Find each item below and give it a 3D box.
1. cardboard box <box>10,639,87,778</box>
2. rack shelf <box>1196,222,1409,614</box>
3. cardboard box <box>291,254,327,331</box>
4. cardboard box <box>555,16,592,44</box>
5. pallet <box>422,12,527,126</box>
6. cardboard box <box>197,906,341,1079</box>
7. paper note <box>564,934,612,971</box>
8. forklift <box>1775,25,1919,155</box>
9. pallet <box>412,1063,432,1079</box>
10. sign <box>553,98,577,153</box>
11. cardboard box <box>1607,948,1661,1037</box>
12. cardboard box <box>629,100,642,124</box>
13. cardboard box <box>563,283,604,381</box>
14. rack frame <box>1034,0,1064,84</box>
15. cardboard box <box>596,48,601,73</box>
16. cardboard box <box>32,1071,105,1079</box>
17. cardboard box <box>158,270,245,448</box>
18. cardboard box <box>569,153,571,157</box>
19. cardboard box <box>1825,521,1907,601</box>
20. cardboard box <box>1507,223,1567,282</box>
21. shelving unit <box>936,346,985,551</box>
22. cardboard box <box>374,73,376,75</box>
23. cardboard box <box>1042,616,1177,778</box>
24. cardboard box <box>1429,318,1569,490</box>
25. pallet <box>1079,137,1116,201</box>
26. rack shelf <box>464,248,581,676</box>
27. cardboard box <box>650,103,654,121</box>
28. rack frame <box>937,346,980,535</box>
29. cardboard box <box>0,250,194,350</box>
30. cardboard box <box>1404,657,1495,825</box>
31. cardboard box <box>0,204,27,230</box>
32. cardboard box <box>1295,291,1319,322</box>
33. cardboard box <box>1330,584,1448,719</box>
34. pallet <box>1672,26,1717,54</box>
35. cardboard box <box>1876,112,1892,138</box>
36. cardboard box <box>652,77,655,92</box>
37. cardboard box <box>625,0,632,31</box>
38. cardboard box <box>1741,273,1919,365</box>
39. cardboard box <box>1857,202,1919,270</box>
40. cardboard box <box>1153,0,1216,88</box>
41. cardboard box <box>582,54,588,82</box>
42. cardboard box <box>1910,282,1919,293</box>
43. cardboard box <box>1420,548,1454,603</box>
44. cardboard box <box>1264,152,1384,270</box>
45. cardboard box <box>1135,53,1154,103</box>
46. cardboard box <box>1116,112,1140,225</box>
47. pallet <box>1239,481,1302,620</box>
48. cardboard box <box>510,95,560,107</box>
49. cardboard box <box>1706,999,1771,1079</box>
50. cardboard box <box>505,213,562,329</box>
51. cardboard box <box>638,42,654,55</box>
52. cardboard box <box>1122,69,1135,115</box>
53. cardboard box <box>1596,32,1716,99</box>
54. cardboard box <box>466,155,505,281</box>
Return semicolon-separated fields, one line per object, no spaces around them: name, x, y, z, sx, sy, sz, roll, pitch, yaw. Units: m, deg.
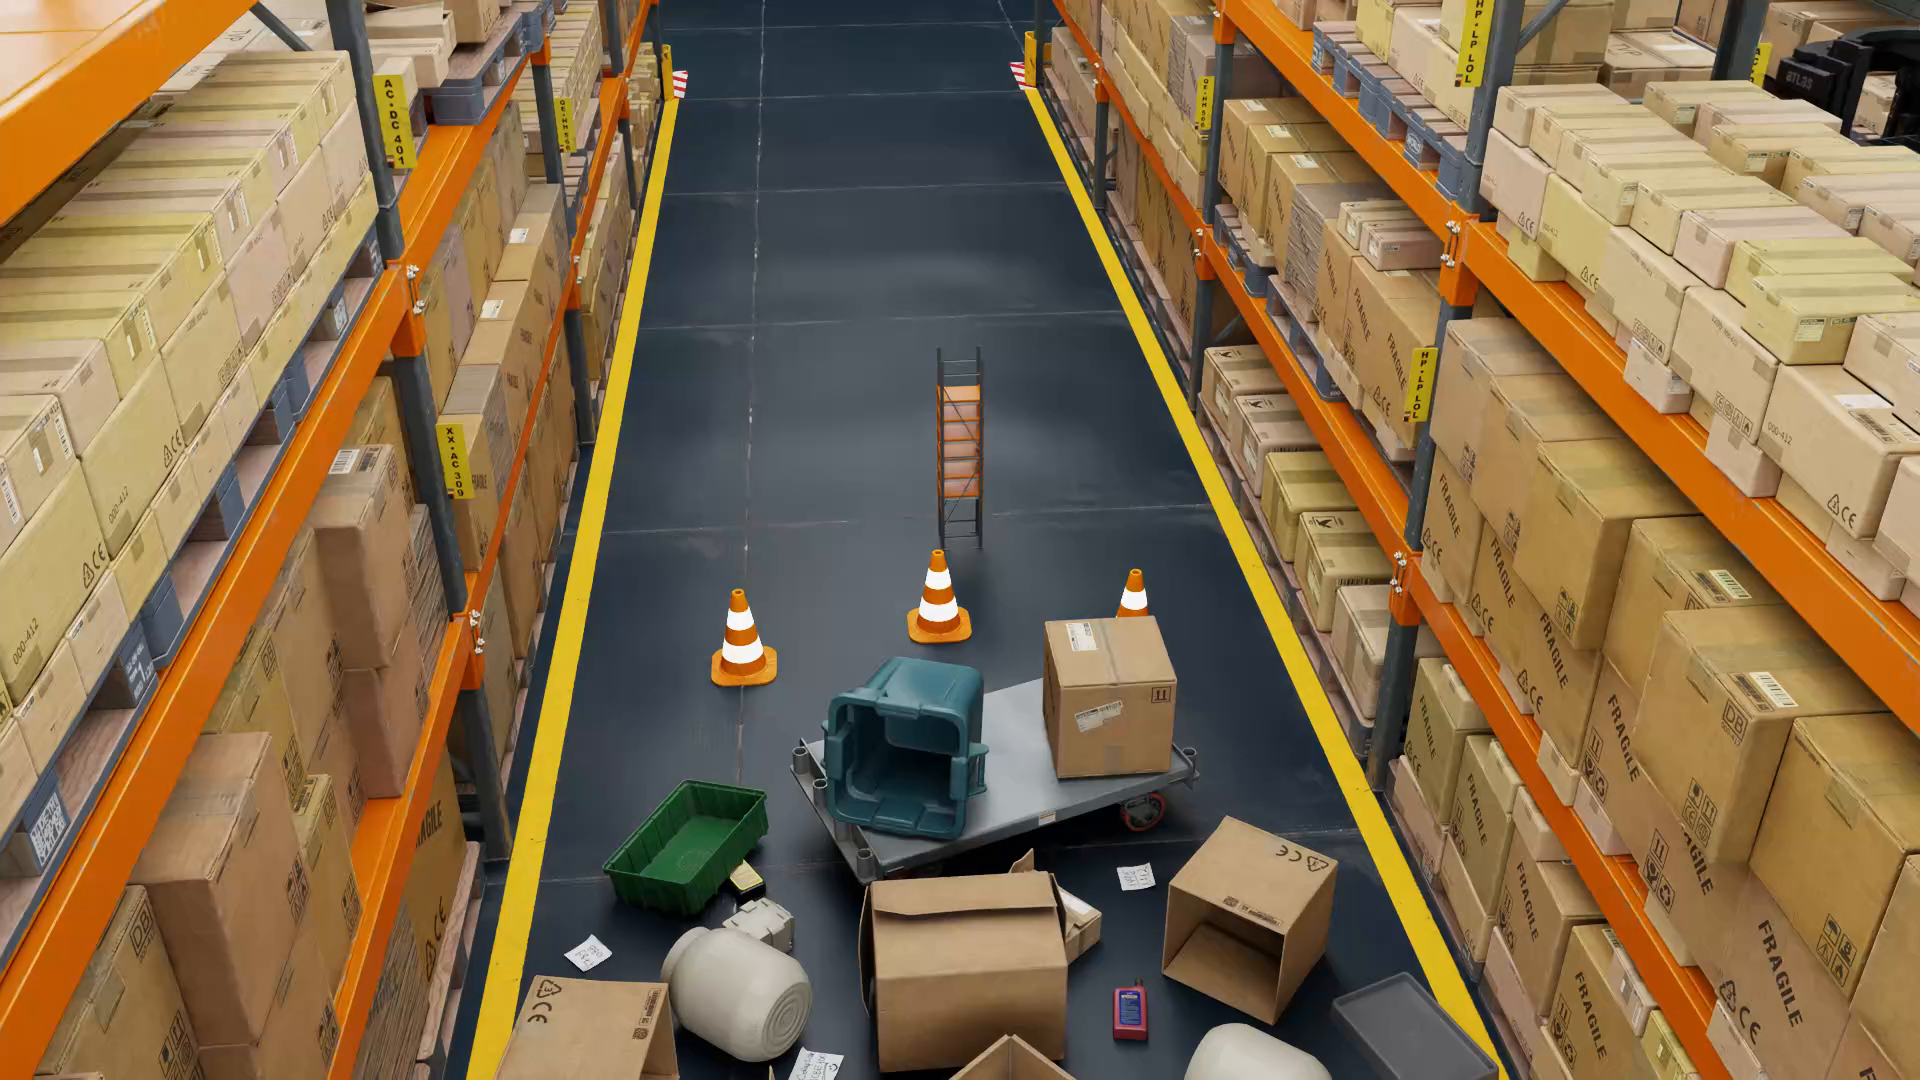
cardboard box;-1.885;0.321;3.101;0.380;0.149;0.250;-3;31;-4
rack shelf;2.233;-0.871;8.985;1.077;0.370;4.000;-3;31;-5
cardboard box;-2.073;-0.711;4.829;0.380;0.149;0.250;-3;31;-4
cardboard box;-2.966;-3.817;12.471;0.380;0.149;0.250;-4;31;-6
pallet;-2.652;-2.222;7.804;1.003;0.211;1.213;-1;31;-2
cardboard box;-2.205;1.349;4.420;0.875;0.550;0.550;-3;31;-5
paper note;-1.534;1.705;6.866;0.142;0.020;0.147;27;40;37
forklift;4.775;-0.991;8.551;1.130;2.935;3.031;-9;32;-14
pallet;-2.389;2.344;5.621;1.003;0.211;1.213;-3;31;-5
sign;-2.320;-2.437;9.777;0.100;0.325;0.005;-3;31;-5
cardboard box;2.315;1.440;5.323;0.380;0.149;0.250;-1;31;-2
cardboard box;-3.101;-3.888;15.125;0.380;0.149;0.250;-2;31;-4
cardboard box;-2.685;-1.392;11.185;0.500;0.500;0.500;-4;31;-7
rack frame;1.299;-6.285;17.348;1.000;3.000;0.127;-3;31;-5
cardboard box;-2.987;-3.701;12.856;0.380;0.149;0.250;-3;31;-4
cardboard box;-2.121;1.453;3.193;0.875;0.550;0.550;-3;31;-5
cardboard box;-2.057;-0.433;3.975;0.500;0.250;0.500;-3;31;-5
cardboard box;-2.791;-2.635;11.072;0.380;0.149;0.250;-1;31;-2
cardboard box;2.407;0.015;4.120;0.380;0.149;0.250;-3;31;-5
cardboard box;2.171;-1.031;5.871;0.380;0.149;0.250;-3;31;-5
shelving unit;0.001;-0.508;9.430;0.258;1.200;0.189;-3;31;-5
cardboard box;-2.307;-1.643;6.275;0.258;0.266;0.396;-3;31;-5
cardboard box;0.651;0.690;7.369;0.500;0.500;0.500;-3;31;-5
cardboard box;2.245;-0.523;6.339;0.700;0.500;0.500;-3;31;-5
pallet;1.679;-3.438;15.300;1.003;0.211;1.213;-3;31;-5
rack shelf;-2.686;-0.582;8.501;1.077;0.370;4.000;-3;31;-5
cardboard box;-3.177;-4.176;16.187;0.380;0.149;0.250;-4;31;-7
rack frame;-0.007;-0.554;9.509;0.240;1.200;0.006;-3;31;-5
cardboard box;-1.981;-0.538;3.762;0.380;0.149;0.250;-2;31;-4
cardboard box;2.206;0.834;6.970;0.500;0.500;0.500;-1;31;-2
cardboard box;-2.706;-0.893;4.355;0.380;0.149;0.250;-2;31;-4
cardboard box;1.994;-1.271;8.788;0.380;0.149;0.250;-2;31;-3
cardboard box;2.369;0.522;8.105;0.950;0.372;0.625;-2;31;-4
pallet;6.580;-3.987;13.688;1.003;0.211;1.213;-3;31;-5
cardboard box;6.545;-2.830;11.399;0.380;0.149;0.250;-2;31;-4
cardboard box;-3.236;-4.559;16.539;0.380;0.149;0.250;-4;31;-7
cardboard box;-3.095;-4.642;14.209;0.500;0.500;0.500;-3;31;-5
cardboard box;2.292;-0.578;4.336;0.380;0.149;0.250;-2;31;-3
cardboard box;2.855;-0.870;4.824;0.380;0.149;0.250;-2;31;-4
cardboard box;1.642;-3.440;11.512;0.500;0.500;0.500;-3;31;-5
cardboard box;-2.914;-3.427;12.108;0.380;0.149;0.250;-4;31;-7
cardboard box;2.873;-0.520;4.626;0.500;0.250;0.500;-2;31;-4
cardboard box;2.130;0.126;6.860;0.380;0.149;0.250;-3;31;-5
cardboard box;1.970;-1.774;8.999;0.500;0.500;0.500;-2;31;-4
cardboard box;1.580;-3.373;12.131;0.500;0.250;0.500;-4;31;-6
cardboard box;1.810;-3.198;13.842;0.875;0.875;0.875;-2;31;-3
pallet;2.229;0.017;9.516;1.003;0.211;1.213;-3;31;-5
cardboard box;-2.769;-2.748;10.681;0.380;0.149;0.250;-3;31;-5
cardboard box;2.355;1.425;4.685;0.380;0.149;0.250;-2;31;-4
cardboard box;-2.518;-1.483;9.211;0.500;0.500;0.500;-3;31;-5
cardboard box;-3.318;-4.950;16.903;0.380;0.149;0.250;-2;31;-4
cardboard box;1.533;-3.415;12.688;0.500;0.250;0.500;-3;31;-5
cardboard box;2.765;-1.880;6.784;0.500;0.250;0.500;-4;31;-6
cardboard box;-2.742;-1.635;8.489;0.700;0.500;0.500;-3;31;-5
